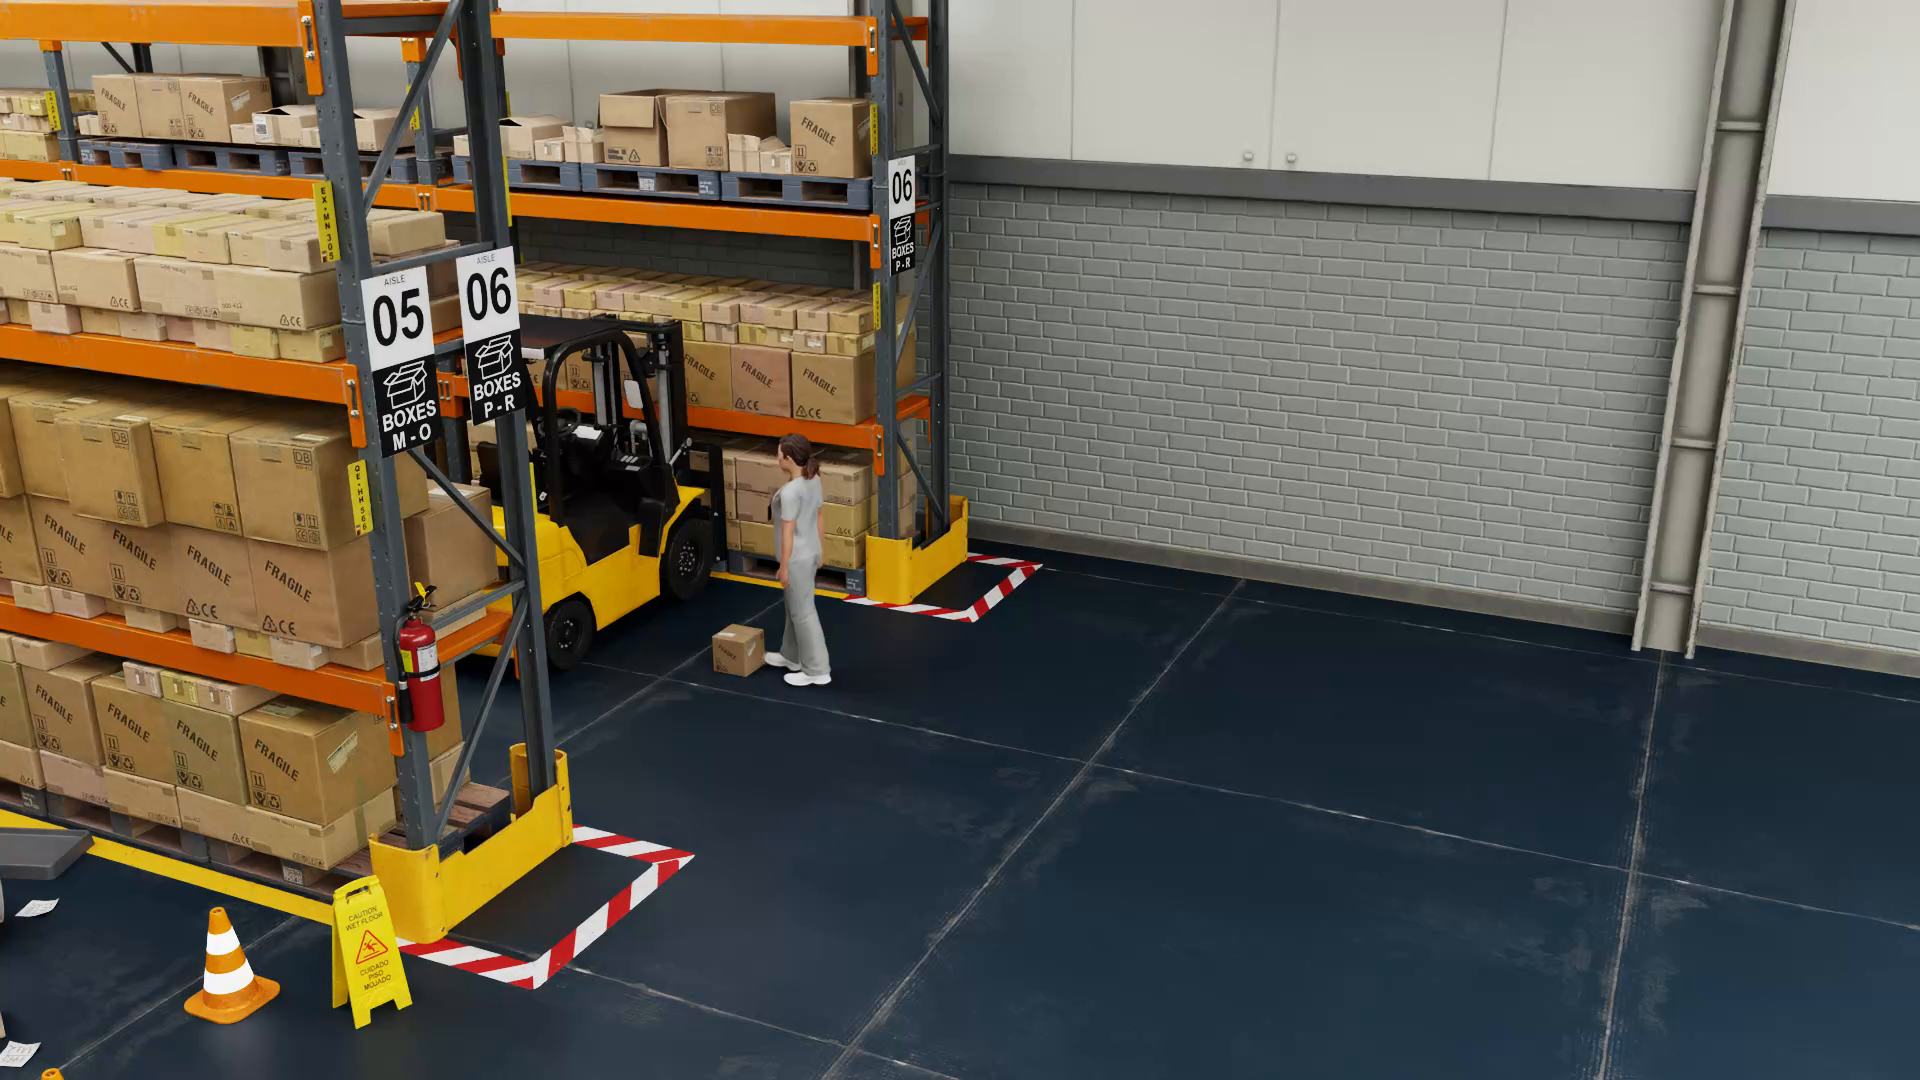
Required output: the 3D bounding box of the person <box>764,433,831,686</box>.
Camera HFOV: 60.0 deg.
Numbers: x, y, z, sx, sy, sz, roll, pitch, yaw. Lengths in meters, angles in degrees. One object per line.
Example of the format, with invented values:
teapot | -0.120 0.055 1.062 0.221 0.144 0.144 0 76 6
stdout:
person | -1.099 0.115 10.710 0.565 1.672 0.462 6 20 17
